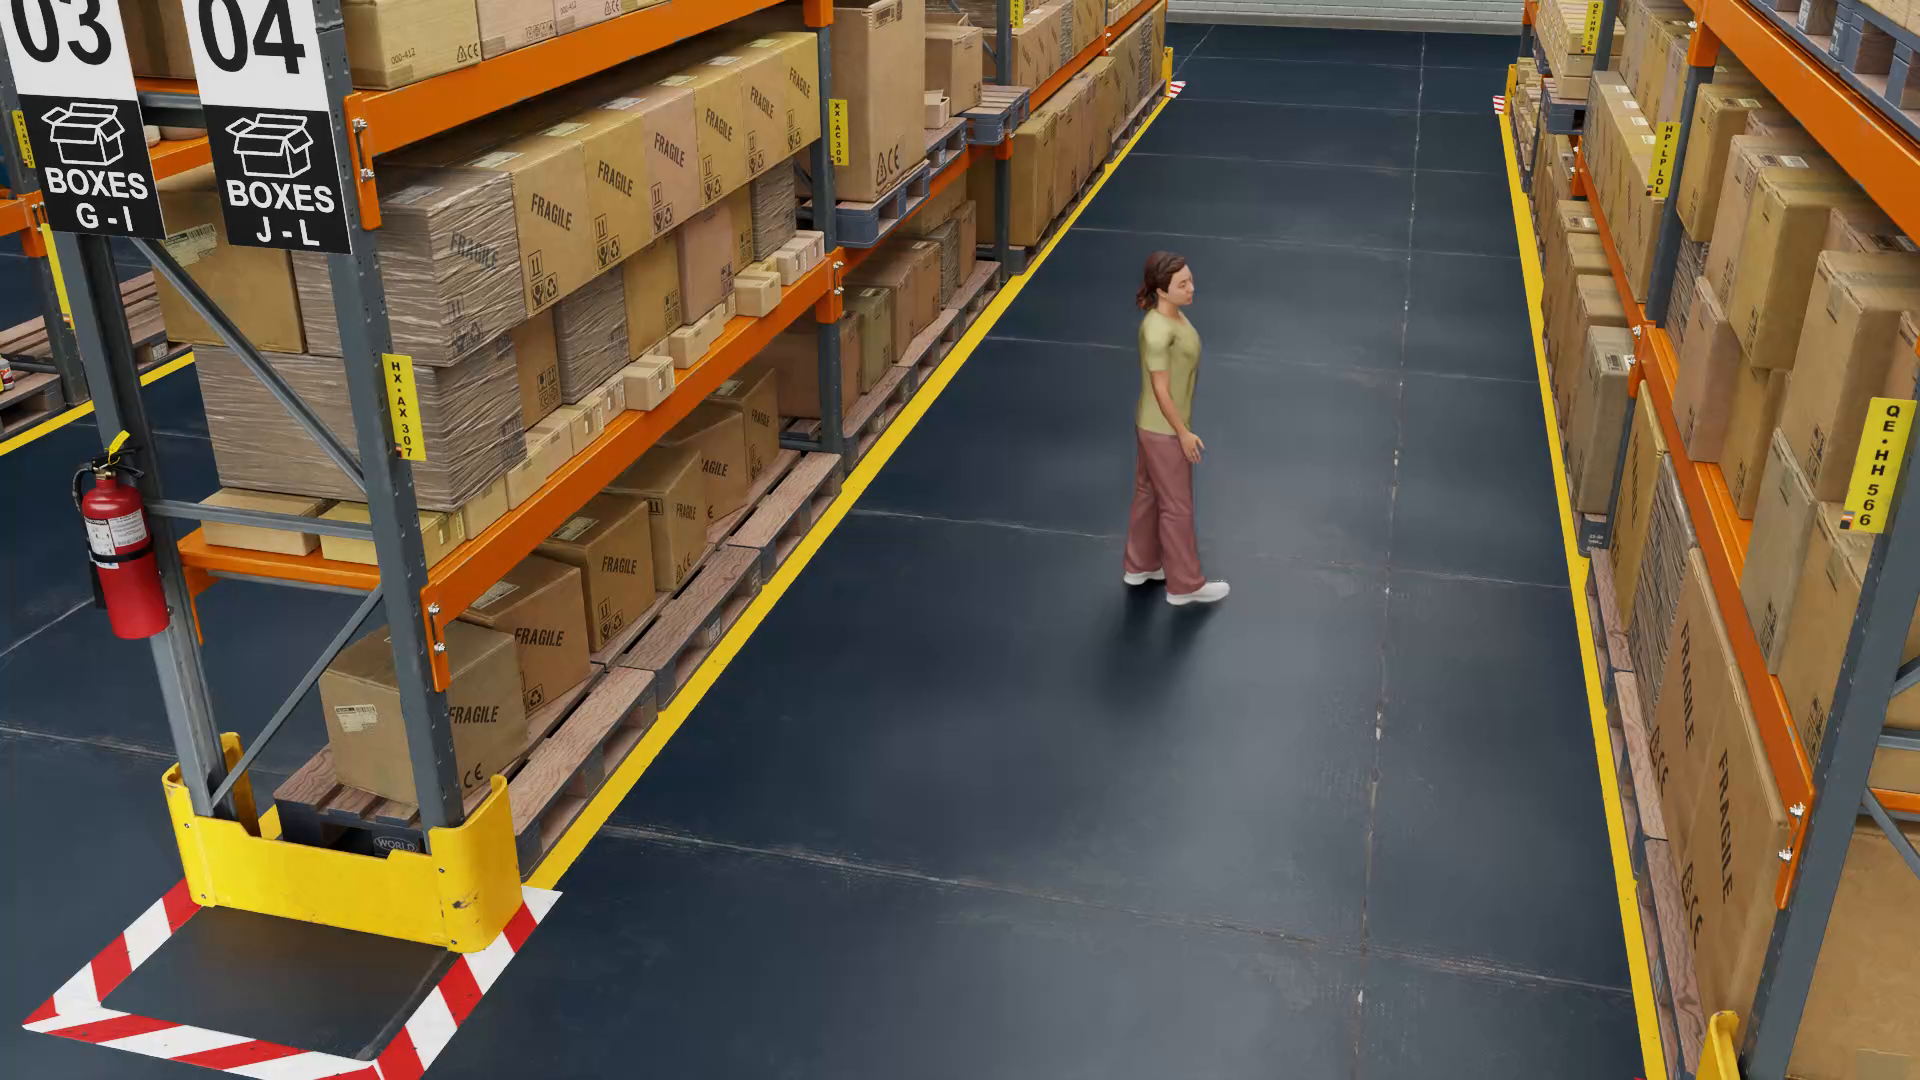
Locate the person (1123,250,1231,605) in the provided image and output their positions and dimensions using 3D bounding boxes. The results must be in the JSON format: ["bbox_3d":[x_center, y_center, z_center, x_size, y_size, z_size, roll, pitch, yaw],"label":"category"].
[{"bbox_3d":[1.029,-0.511,7.641,0.527,1.674,0.483,3,26,6],"label":"person"}]
